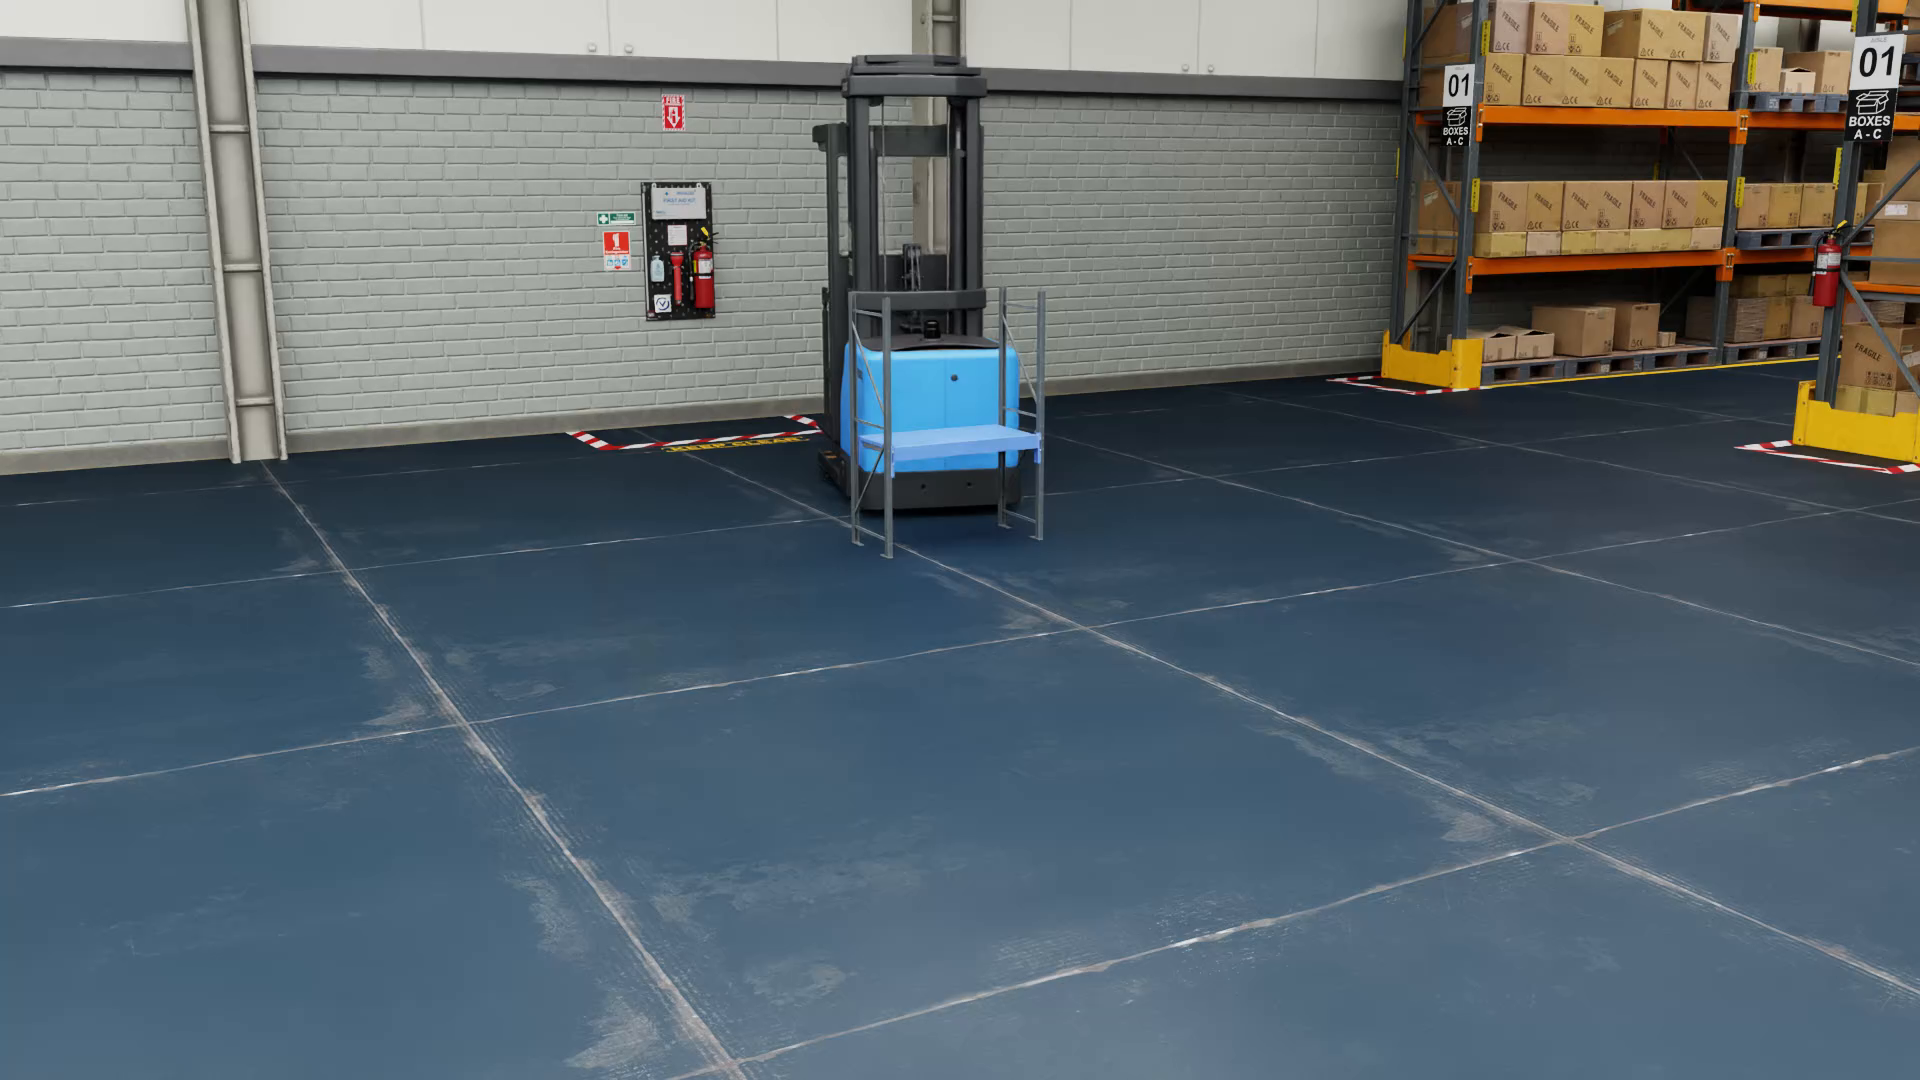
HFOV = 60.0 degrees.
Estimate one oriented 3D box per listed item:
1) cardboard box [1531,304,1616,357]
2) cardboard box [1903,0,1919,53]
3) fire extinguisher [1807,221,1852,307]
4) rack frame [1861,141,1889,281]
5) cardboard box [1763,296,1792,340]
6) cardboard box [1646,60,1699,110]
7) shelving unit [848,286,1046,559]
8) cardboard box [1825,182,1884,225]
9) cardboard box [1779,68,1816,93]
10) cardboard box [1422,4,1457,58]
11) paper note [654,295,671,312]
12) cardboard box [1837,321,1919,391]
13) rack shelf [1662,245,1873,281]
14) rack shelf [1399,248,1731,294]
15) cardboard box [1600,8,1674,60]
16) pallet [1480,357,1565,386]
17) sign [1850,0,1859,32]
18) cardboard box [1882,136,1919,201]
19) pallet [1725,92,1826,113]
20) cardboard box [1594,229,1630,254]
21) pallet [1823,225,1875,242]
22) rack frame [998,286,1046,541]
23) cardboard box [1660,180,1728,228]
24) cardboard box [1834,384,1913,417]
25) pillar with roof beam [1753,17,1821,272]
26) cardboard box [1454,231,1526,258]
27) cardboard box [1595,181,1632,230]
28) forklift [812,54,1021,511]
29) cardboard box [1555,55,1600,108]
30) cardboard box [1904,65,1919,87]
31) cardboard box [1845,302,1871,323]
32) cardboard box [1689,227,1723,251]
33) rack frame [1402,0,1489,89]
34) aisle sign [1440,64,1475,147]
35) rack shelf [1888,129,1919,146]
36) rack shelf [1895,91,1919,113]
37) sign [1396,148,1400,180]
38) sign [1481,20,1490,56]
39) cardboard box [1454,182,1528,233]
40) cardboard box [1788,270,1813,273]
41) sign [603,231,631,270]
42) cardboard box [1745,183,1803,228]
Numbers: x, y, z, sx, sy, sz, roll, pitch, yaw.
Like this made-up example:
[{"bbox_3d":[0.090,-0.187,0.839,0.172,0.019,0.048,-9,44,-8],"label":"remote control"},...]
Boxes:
[{"bbox_3d":[6.695,-2.300,18.187,0.500,0.500,0.700,-8,15,-31],"label":"cardboard box"},{"bbox_3d":[7.759,-4.014,12.770,0.637,0.503,0.797,-6,14,-24],"label":"cardboard box"},{"bbox_3d":[6.927,-2.207,13.259,0.183,0.674,0.296,-7,14,-28],"label":"fire extinguisher"},{"bbox_3d":[11.898,-3.963,20.887,0.127,3.000,1.000,-7,14,-28],"label":"rack frame"},{"bbox_3d":[9.455,-2.682,19.887,0.500,0.500,0.700,-7,15,-29],"label":"cardboard box"},{"bbox_3d":[7.612,-4.913,18.002,0.500,0.500,0.500,-8,15,-33],"label":"cardboard box"},{"bbox_3d":[-0.075,-0.723,9.905,1.048,1.500,0.538,-7,14,-28],"label":"shelving unit"},{"bbox_3d":[11.013,-4.111,20.315,0.500,0.500,0.700,-8,15,-33],"label":"cardboard box"},{"bbox_3d":[9.446,-5.274,19.127,0.500,0.311,0.500,-6,14,-26],"label":"cardboard box"},{"bbox_3d":[5.129,-5.227,17.121,0.500,0.500,0.500,-6,14,-25],"label":"cardboard box"},{"bbox_3d":[-2.566,-2.043,14.362,0.142,0.148,0.016,-7,14,-28],"label":"paper note"},{"bbox_3d":[7.581,-1.510,13.587,0.500,0.500,0.500,-7,14,-28],"label":"cardboard box"},{"bbox_3d":[10.142,-3.402,20.031,4.000,0.370,1.077,-7,14,-28],"label":"rack shelf"},{"bbox_3d":[6.632,-2.981,18.162,4.000,0.370,1.077,-7,14,-28],"label":"rack shelf"},{"bbox_3d":[7.148,-5.330,17.581,0.500,0.500,0.500,-7,15,-30],"label":"cardboard box"},{"bbox_3d":[5.673,-1.848,17.839,1.213,0.211,1.003,-7,14,-28],"label":"pallet"},{"bbox_3d":[7.005,-4.130,12.961,0.005,0.325,0.100,-7,14,-28],"label":"sign"},{"bbox_3d":[7.715,-2.901,12.986,0.500,0.500,0.700,-7,14,-28],"label":"cardboard box"},{"bbox_3d":[8.980,-4.959,18.906,1.003,0.211,1.213,-7,14,-28],"label":"pallet"},{"bbox_3d":[6.800,-3.211,17.841,0.500,0.250,0.500,-7,14,-27],"label":"cardboard box"},{"bbox_3d":[11.323,-3.774,20.484,1.003,0.211,1.213,-7,14,-28],"label":"pallet"},{"bbox_3d":[0.371,-0.776,10.142,0.032,1.500,0.500,-7,14,-28],"label":"rack frame"},{"bbox_3d":[8.120,-3.735,18.464,0.500,0.500,0.500,-7,14,-28],"label":"cardboard box"},{"bbox_3d":[7.582,-1.144,13.667,0.500,0.250,0.500,-7,14,-28],"label":"cardboard box"},{"bbox_3d":[12.405,-6.090,16.675,0.400,9.000,9.100,-7,14,-28],"label":"pillar with roof beam"},{"bbox_3d":[5.457,-3.048,17.118,0.500,0.250,0.500,-7,15,-29],"label":"cardboard box"},{"bbox_3d":[6.782,-3.576,17.756,0.500,0.500,0.500,-6,14,-26],"label":"cardboard box"},{"bbox_3d":[-0.434,-1.895,11.856,1.130,2.935,3.031,-3,13,-13],"label":"forklift"},{"bbox_3d":[6.232,-4.736,17.214,0.500,0.500,0.500,-6,14,-25],"label":"cardboard box"},{"bbox_3d":[12.288,-5.751,20.770,0.500,0.500,0.700,-8,15,-32],"label":"cardboard box"},{"bbox_3d":[10.783,-2.841,20.591,0.500,0.500,0.700,-7,14,-28],"label":"cardboard box"},{"bbox_3d":[8.116,-3.371,18.551,0.500,0.250,0.500,-7,14,-28],"label":"cardboard box"},{"bbox_3d":[4.876,-6.048,16.489,0.127,3.000,1.000,-7,14,-28],"label":"rack frame"},{"bbox_3d":[4.957,-4.324,16.572,0.004,0.787,0.394,-7,14,-28],"label":"aisle sign"},{"bbox_3d":[13.653,-5.286,21.572,4.000,0.370,1.077,-7,14,-28],"label":"rack shelf"},{"bbox_3d":[9.008,-3.490,13.592,4.000,0.370,1.077,-7,14,-28],"label":"rack shelf"},{"bbox_3d":[4.628,-3.950,17.471,0.005,0.325,0.100,-7,14,-28],"label":"sign"},{"bbox_3d":[5.136,-4.907,16.258,0.005,0.325,0.100,-7,14,-28],"label":"sign"},{"bbox_3d":[5.439,-3.416,17.045,0.500,0.500,0.500,-7,14,-28],"label":"cardboard box"},{"bbox_3d":[10.312,-3.135,20.193,0.500,0.250,0.500,-7,14,-28],"label":"cardboard box"},{"bbox_3d":[-2.912,-2.457,14.114,0.234,0.329,0.001,-7,14,-28],"label":"sign"},{"bbox_3d":[9.344,-3.910,19.422,0.500,0.500,0.700,-5,14,-22],"label":"cardboard box"}]
